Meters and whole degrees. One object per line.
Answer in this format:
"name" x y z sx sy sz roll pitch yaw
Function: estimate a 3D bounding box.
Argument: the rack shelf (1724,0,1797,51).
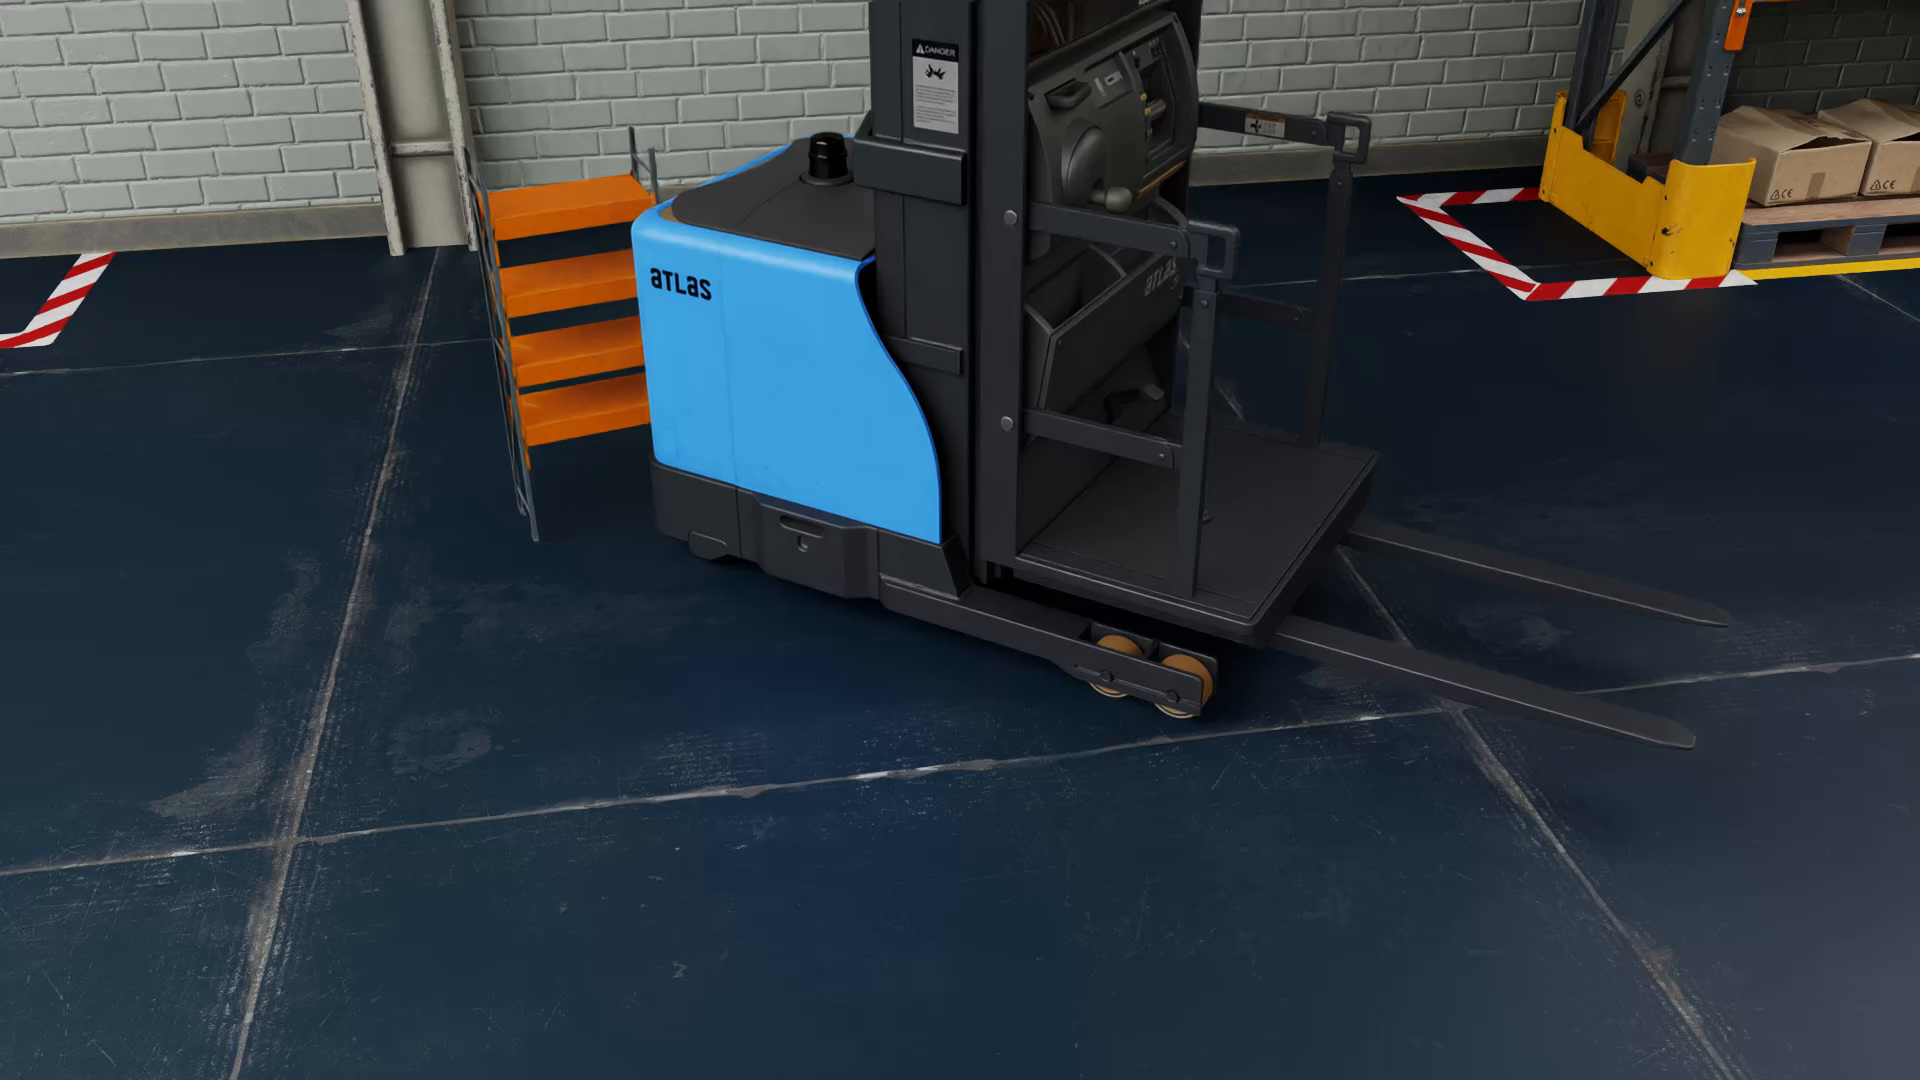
"rack shelf" 4.971 -2.578 7.384 4.000 0.370 1.077 -5 31 -9

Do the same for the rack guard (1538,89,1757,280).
"rack guard" 3.078 -1.635 7.537 0.348 0.500 1.175 -5 31 -9

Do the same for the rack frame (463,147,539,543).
"rack frame" -1.383 -0.565 5.027 0.015 1.200 0.240 -13 33 -21

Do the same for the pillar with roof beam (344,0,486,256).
"pillar with roof beam" -1.590 -3.092 1.631 0.400 9.000 9.100 -5 31 -9

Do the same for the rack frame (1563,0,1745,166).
"rack frame" 3.004 -2.705 6.892 0.127 3.000 1.000 -5 31 -9

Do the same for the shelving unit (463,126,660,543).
"shelving unit" -1.162 -0.618 5.116 0.503 1.200 0.258 -13 33 -21

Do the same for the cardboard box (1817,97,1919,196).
"cardboard box" 4.261 -1.806 7.581 0.500 0.311 0.500 -3 31 -5

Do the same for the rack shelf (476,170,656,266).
"rack shelf" -1.162 -0.956 4.917 0.480 0.148 0.258 -13 33 -21

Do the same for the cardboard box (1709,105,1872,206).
"cardboard box" 3.700 -1.754 7.493 0.500 0.311 0.500 -9 32 -15

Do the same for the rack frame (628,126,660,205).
"rack frame" -0.941 -0.670 5.206 0.015 1.200 0.240 -13 33 -21

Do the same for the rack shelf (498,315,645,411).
"rack shelf" -1.162 -0.560 5.151 0.480 0.148 0.258 -13 33 -21

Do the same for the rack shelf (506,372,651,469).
"rack shelf" -1.162 -0.388 5.251 0.480 0.148 0.258 -13 33 -21

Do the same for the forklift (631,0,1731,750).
"forklift" 0.589 -1.096 4.223 3.031 2.935 1.130 16 34 25

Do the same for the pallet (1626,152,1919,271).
"pallet" 3.884 -1.567 7.706 1.213 0.211 1.003 -5 31 -9

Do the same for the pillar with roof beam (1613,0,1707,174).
"pillar with roof beam" 4.312 -3.640 2.563 0.400 9.000 9.100 -5 31 -9

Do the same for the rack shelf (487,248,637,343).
"rack shelf" -1.162 -0.752 5.037 0.480 0.148 0.258 -13 33 -21
